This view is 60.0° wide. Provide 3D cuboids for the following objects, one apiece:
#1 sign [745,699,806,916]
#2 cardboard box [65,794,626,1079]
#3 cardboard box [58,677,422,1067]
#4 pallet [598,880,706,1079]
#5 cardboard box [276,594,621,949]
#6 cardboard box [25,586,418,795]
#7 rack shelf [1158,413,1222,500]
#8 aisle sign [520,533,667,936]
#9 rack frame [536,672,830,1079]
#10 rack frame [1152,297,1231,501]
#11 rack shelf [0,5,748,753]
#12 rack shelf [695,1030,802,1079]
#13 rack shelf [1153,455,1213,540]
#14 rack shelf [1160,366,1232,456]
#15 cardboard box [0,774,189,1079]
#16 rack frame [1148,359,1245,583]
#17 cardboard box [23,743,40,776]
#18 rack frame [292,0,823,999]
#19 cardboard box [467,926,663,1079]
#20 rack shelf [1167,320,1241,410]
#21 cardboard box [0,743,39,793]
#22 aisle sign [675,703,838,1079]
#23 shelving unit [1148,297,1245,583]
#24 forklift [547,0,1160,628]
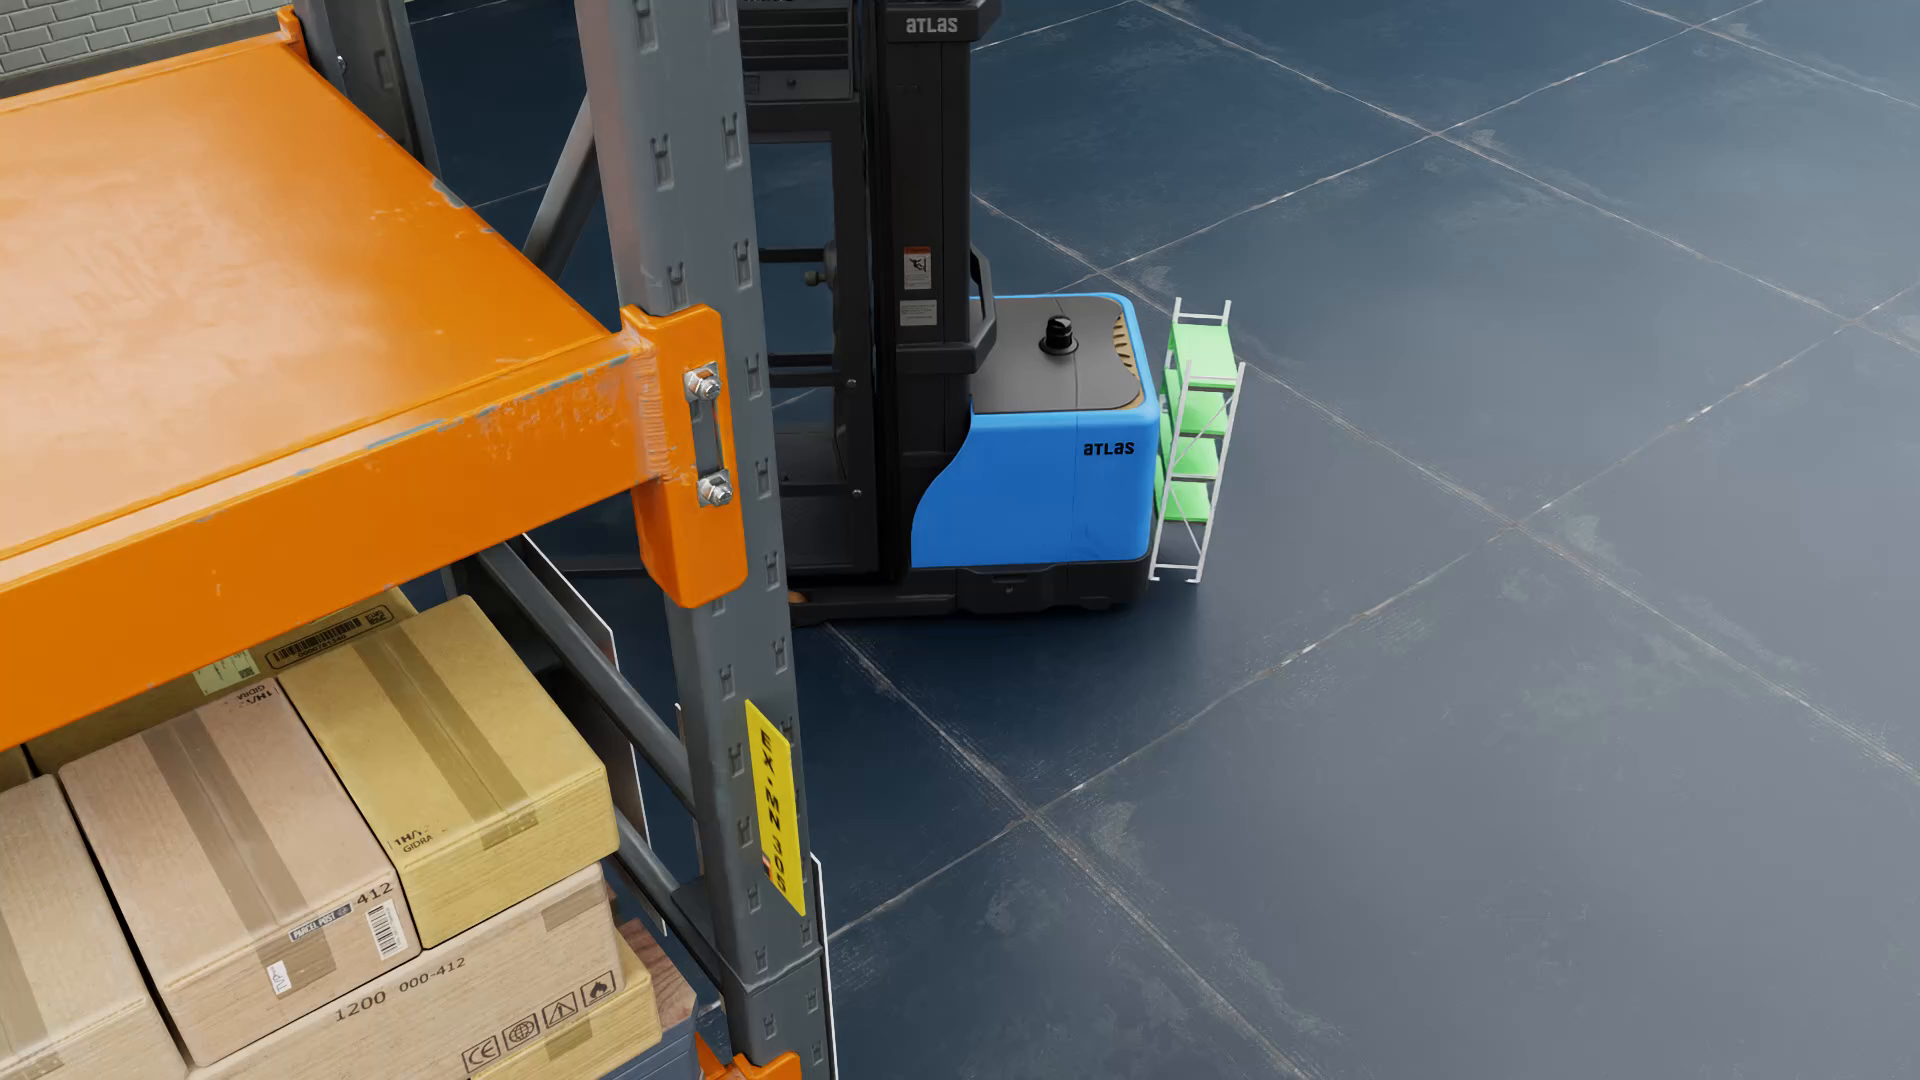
[{"bbox_3d":[-0.234,0.342,2.101,0.005,0.325,0.100,-26,46,-28],"label":"sign"},{"bbox_3d":[-0.771,0.447,2.082,0.500,0.250,0.500,-25,46,-28],"label":"cardboard box"},{"bbox_3d":[-0.813,0.360,1.874,0.250,0.149,0.380,-26,46,-28],"label":"cardboard box"},{"bbox_3d":[-1.135,0.702,2.368,1.213,0.211,1.003,-26,46,-28],"label":"pallet"},{"bbox_3d":[-0.614,0.264,1.991,0.250,0.149,0.380,-26,46,-28],"label":"cardboard box"},{"bbox_3d":[-1.093,0.175,2.414,0.500,0.250,0.500,-26,46,-28],"label":"cardboard box"},{"bbox_3d":[1.019,-0.382,7.491,0.258,0.148,0.480,3,39,-2],"label":"rack shelf"},{"bbox_3d":[-0.680,0.352,3.040,0.004,0.787,0.394,-26,46,-28],"label":"aisle sign"},{"bbox_3d":[-0.554,1.535,3.647,0.127,3.000,1.000,-26,46,-28],"label":"rack frame"},{"bbox_3d":[1.024,-0.586,7.639,0.240,1.200,0.015,3,39,-2],"label":"rack frame"},{"bbox_3d":[-2.139,0.421,1.157,4.000,0.370,1.077,-26,46,-28],"label":"rack shelf"},{"bbox_3d":[-2.139,1.426,1.982,4.000,0.370,1.077,-26,46,-28],"label":"rack shelf"},{"bbox_3d":[1.003,-0.197,7.643,0.258,0.148,0.480,3,39,-2],"label":"rack shelf"},{"bbox_3d":[1.034,-0.567,7.339,0.258,0.148,0.480,3,39,-2],"label":"rack shelf"},{"bbox_3d":[-1.016,0.459,1.754,0.250,0.149,0.380,-25,46,-27],"label":"cardboard box"},{"bbox_3d":[1.021,-0.276,7.262,0.240,1.200,0.015,3,39,-2],"label":"rack frame"},{"bbox_3d":[-1.421,0.438,2.407,0.250,0.149,0.380,-26,46,-28],"label":"cardboard box"},{"bbox_3d":[-0.554,-0.784,1.745,0.127,3.000,1.000,-26,46,-28],"label":"rack frame"},{"bbox_3d":[-0.611,0.570,2.246,0.250,0.149,0.380,-26,46,-28],"label":"cardboard box"},{"bbox_3d":[1.050,-0.752,7.187,0.258,0.148,0.480,3,39,-2],"label":"rack shelf"},{"bbox_3d":[-1.494,0.372,2.174,0.500,0.250,0.500,-27,46,-29],"label":"cardboard box"},{"bbox_3d":[-0.315,0.653,2.672,0.004,0.787,0.394,-26,46,-28],"label":"aisle sign"},{"bbox_3d":[1.023,-0.431,7.450,0.258,1.200,0.503,3,39,-2],"label":"shelving unit"},{"bbox_3d":[-0.691,-1.080,6.889,3.031,2.935,1.130,-2,39,-2],"label":"forklift"}]
